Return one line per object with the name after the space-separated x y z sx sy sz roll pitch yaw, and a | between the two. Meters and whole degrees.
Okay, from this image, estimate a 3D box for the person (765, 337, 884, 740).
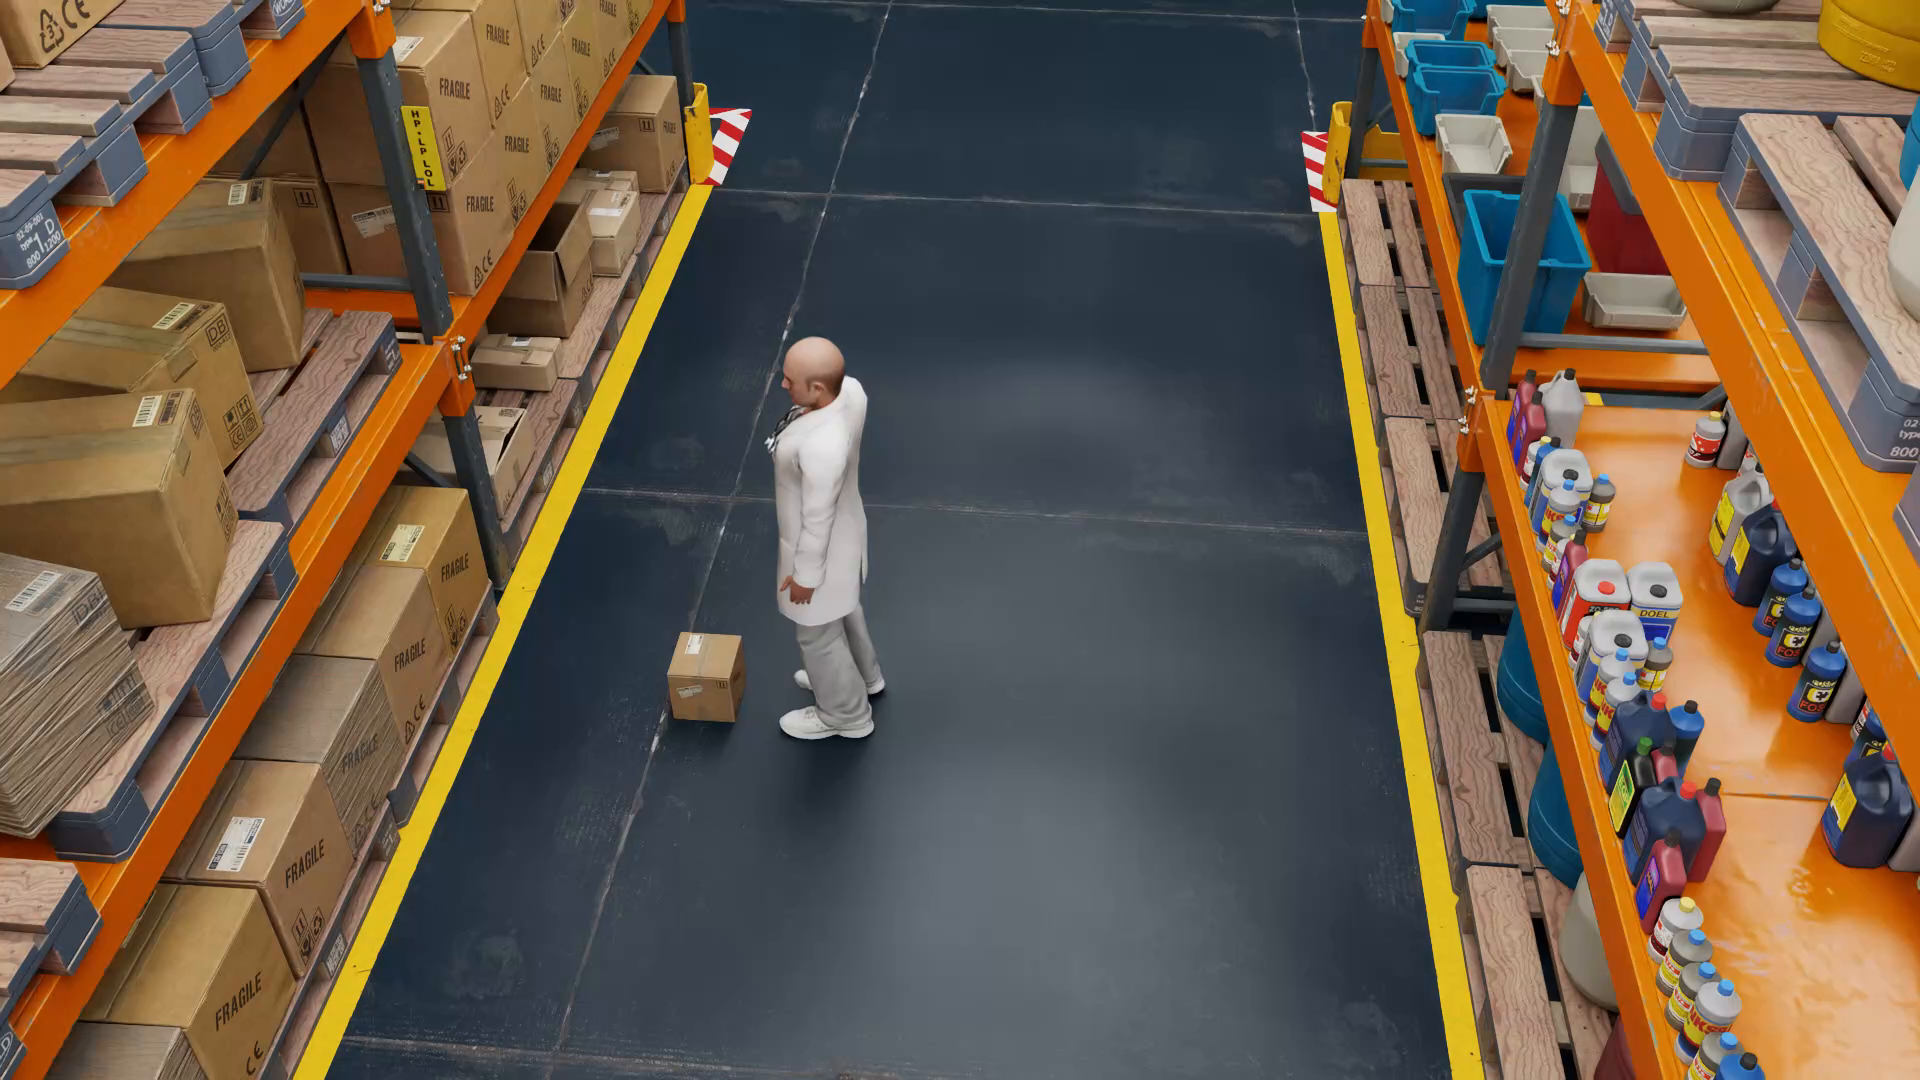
-0.516 0.015 6.160 0.383 1.783 0.562 4 40 5 | person
